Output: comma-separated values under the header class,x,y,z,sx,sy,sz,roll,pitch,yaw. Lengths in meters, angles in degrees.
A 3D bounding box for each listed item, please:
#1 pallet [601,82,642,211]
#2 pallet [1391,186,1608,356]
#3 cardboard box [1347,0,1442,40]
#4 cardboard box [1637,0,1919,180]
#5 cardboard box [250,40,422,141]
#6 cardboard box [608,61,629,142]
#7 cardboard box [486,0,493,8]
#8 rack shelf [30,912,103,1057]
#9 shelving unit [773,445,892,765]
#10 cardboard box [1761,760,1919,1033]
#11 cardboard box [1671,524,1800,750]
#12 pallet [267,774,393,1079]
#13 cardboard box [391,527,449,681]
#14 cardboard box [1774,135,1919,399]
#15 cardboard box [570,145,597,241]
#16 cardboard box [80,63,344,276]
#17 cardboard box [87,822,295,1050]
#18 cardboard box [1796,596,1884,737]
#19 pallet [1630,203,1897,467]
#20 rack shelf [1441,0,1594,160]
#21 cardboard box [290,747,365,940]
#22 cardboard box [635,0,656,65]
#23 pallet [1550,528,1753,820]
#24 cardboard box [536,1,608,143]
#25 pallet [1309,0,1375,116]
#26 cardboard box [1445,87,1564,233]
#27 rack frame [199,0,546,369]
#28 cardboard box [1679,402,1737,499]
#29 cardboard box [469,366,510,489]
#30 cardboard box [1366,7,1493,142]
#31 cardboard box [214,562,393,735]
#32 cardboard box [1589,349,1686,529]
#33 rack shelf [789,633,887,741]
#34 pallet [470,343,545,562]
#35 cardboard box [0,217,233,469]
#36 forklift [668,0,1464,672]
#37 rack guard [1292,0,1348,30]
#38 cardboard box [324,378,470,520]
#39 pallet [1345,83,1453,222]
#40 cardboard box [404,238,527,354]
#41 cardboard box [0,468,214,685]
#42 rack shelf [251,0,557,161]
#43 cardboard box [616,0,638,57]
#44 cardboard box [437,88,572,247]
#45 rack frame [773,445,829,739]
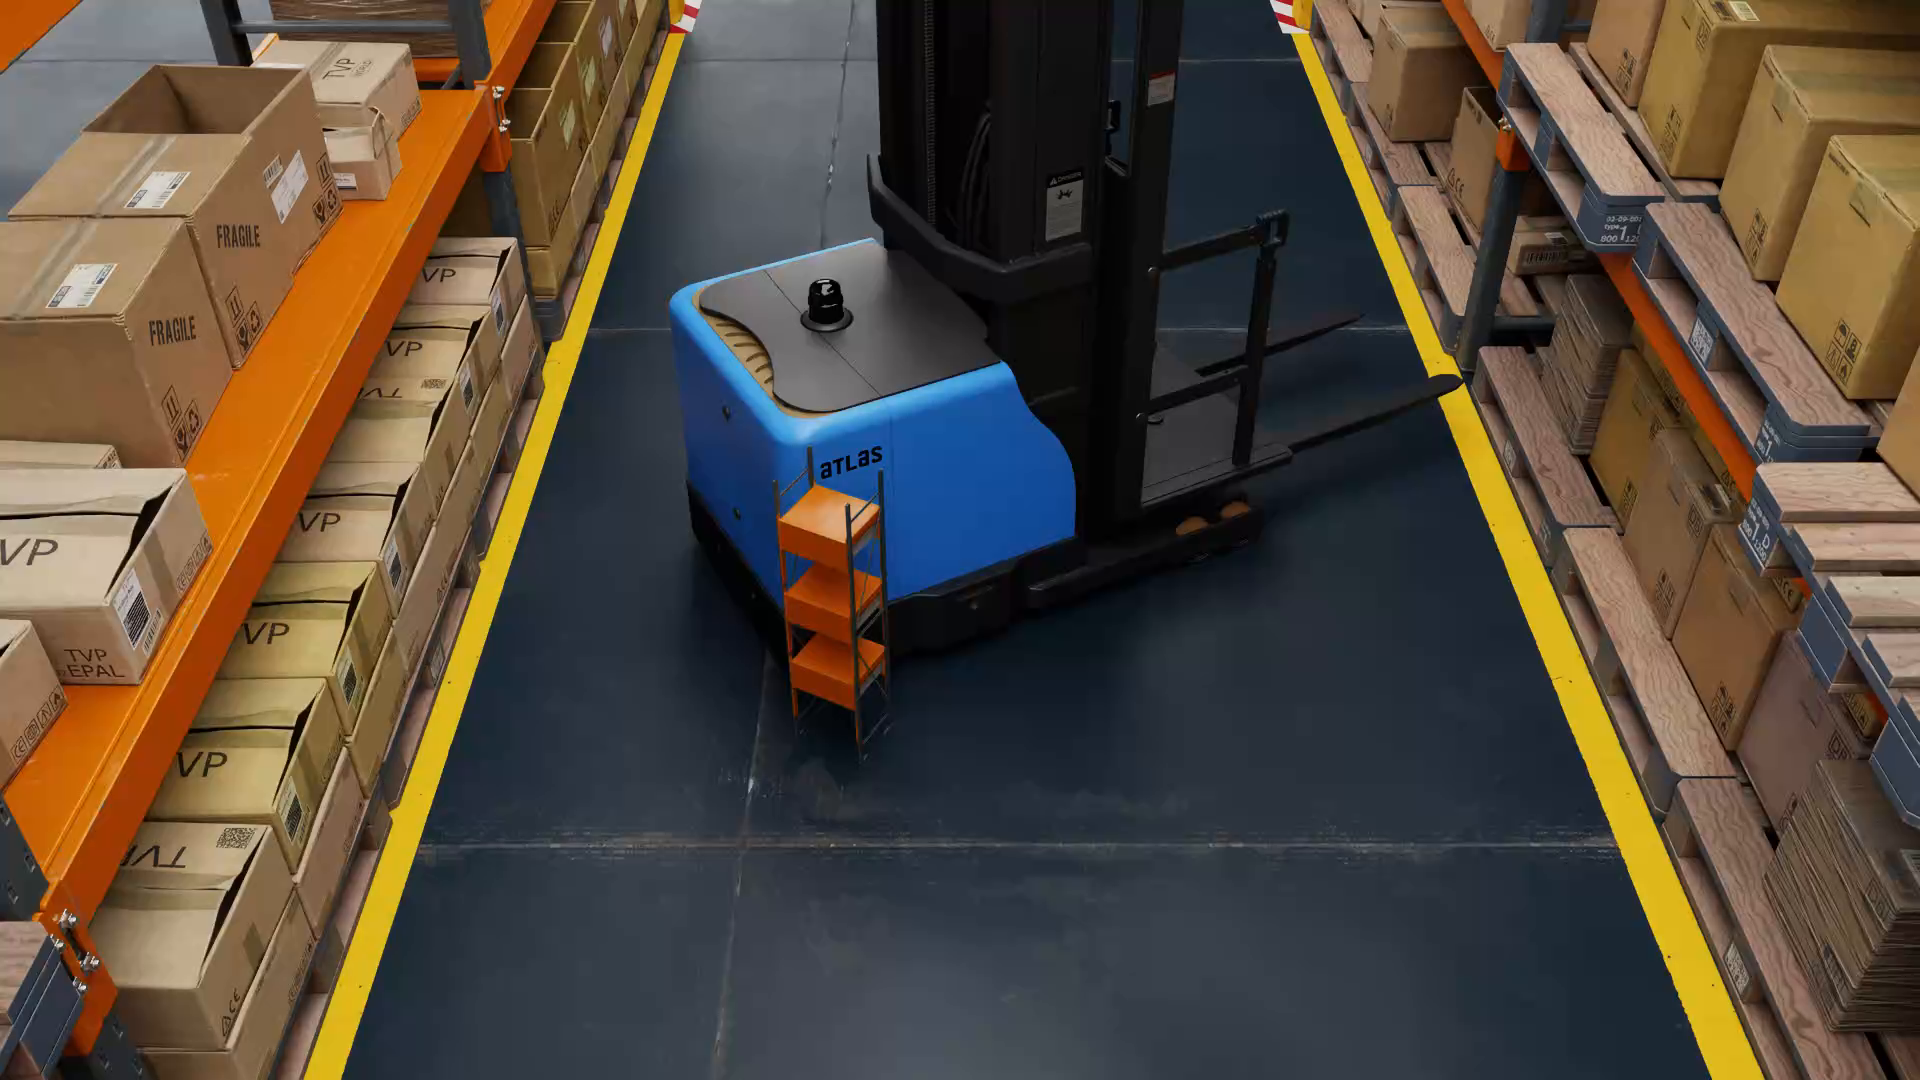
class,x,y,z,sx,sy,sz,roll,pitch,yaw
pallet,-2.264,-2.095,8.695,1.003,0.211,1.213,0,39,0
pallet,2.617,-1.258,7.652,1.003,0.211,1.213,0,39,0
cardboard box,2.559,-3.118,9.540,0.500,0.311,0.500,-4,39,-5
cardboard box,2.613,-1.470,5.253,0.700,0.500,0.500,4,39,5
cardboard box,-2.256,-1.554,5.911,0.500,0.250,0.500,2,39,3
cardboard box,-1.995,-2.240,8.509,0.500,0.250,0.500,0,39,0
cardboard box,-2.315,-2.567,6.975,0.700,0.500,0.500,0,39,-1
rack shelf,-2.294,2.112,1.791,1.077,0.370,4.000,0,39,0
shelving unit,-0.382,0.222,5.134,0.252,1.050,0.215,19,42,22
cardboard box,2.605,0.928,4.340,0.700,0.500,0.500,0,39,1
cardboard box,2.691,0.295,5.130,0.700,0.500,0.500,0,39,0
pallet,-2.258,1.154,4.641,1.003,0.211,1.213,0,39,0
cardboard box,-2.011,0.202,5.462,0.500,0.250,0.500,1,39,1
cardboard box,2.623,-0.709,4.304,0.700,0.500,0.500,0,39,0
cardboard box,-1.994,-1.614,7.729,0.500,0.250,0.500,0,39,0
cardboard box,-2.316,-1.150,5.206,0.500,0.500,0.500,3,39,3
cardboard box,-2.003,0.943,4.089,0.500,0.311,0.500,1,39,1
cardboard box,2.667,0.279,4.550,0.500,0.250,0.500,1,39,1
pallet,2.614,-0.588,4.739,1.003,0.211,1.213,0,39,0
rack shelf,2.651,-2.897,8.041,1.077,0.370,4.000,0,39,0
cardboard box,-2.004,0.848,4.656,0.500,0.250,0.500,-1,39,-1
cardboard box,-1.997,-2.865,9.290,0.500,0.250,0.500,0,39,0
pallet,2.660,0.413,5.566,1.003,0.211,1.213,0,39,0
cardboard box,-1.989,-2.220,7.885,0.500,0.500,0.500,0,39,0
pallet,2.614,-2.784,9.556,1.003,0.211,1.213,0,39,0
cardboard box,2.612,-1.772,7.709,0.500,0.500,0.500,-3,39,-3
rack frame,-2.301,-1.921,6.248,1.000,3.000,0.127,0,39,0
cardboard box,2.679,-0.354,5.341,0.500,0.250,0.500,-1,39,-1
cardboard box,-2.012,-0.436,6.259,0.500,0.250,0.500,-1,39,-1
cardboard box,2.511,-2.376,8.464,0.700,0.500,0.500,-2,39,-3
cardboard box,-2.010,0.296,4.897,0.500,0.311,0.500,-1,39,-1
cardboard box,2.721,-0.339,5.922,0.700,0.500,0.500,-1,39,-1
rack shelf,-0.382,0.447,5.314,0.240,0.259,0.215,19,42,22
pallet,-2.261,-0.372,6.545,1.003,0.211,1.213,0,39,0
cardboard box,-2.314,-0.508,4.405,0.500,0.500,0.500,-2,39,-2
forklift,0.546,-1.332,5.569,3.031,2.935,1.130,-19,42,-22
rack guard,2.648,-3.405,10.099,1.175,0.500,0.348,0,39,0
cardboard box,-2.008,-0.340,5.690,0.500,0.311,0.500,0,39,0
pallet,2.613,-2.023,8.606,1.003,0.211,1.213,0,39,0
cardboard box,-2.014,-0.977,6.485,0.500,0.311,0.500,0,39,0
cardboard box,-2.103,0.056,3.853,0.500,0.311,0.500,0,39,-1
rack shelf,-2.303,-2.891,8.034,1.077,0.370,4.000,0,39,0
cardboard box,-1.991,-2.845,8.665,0.500,0.500,0.500,0,39,0
cardboard box,-1.988,-1.594,7.104,0.500,0.500,0.500,0,39,0
rack frame,-0.489,0.185,5.179,0.008,1.050,0.200,19,42,22
